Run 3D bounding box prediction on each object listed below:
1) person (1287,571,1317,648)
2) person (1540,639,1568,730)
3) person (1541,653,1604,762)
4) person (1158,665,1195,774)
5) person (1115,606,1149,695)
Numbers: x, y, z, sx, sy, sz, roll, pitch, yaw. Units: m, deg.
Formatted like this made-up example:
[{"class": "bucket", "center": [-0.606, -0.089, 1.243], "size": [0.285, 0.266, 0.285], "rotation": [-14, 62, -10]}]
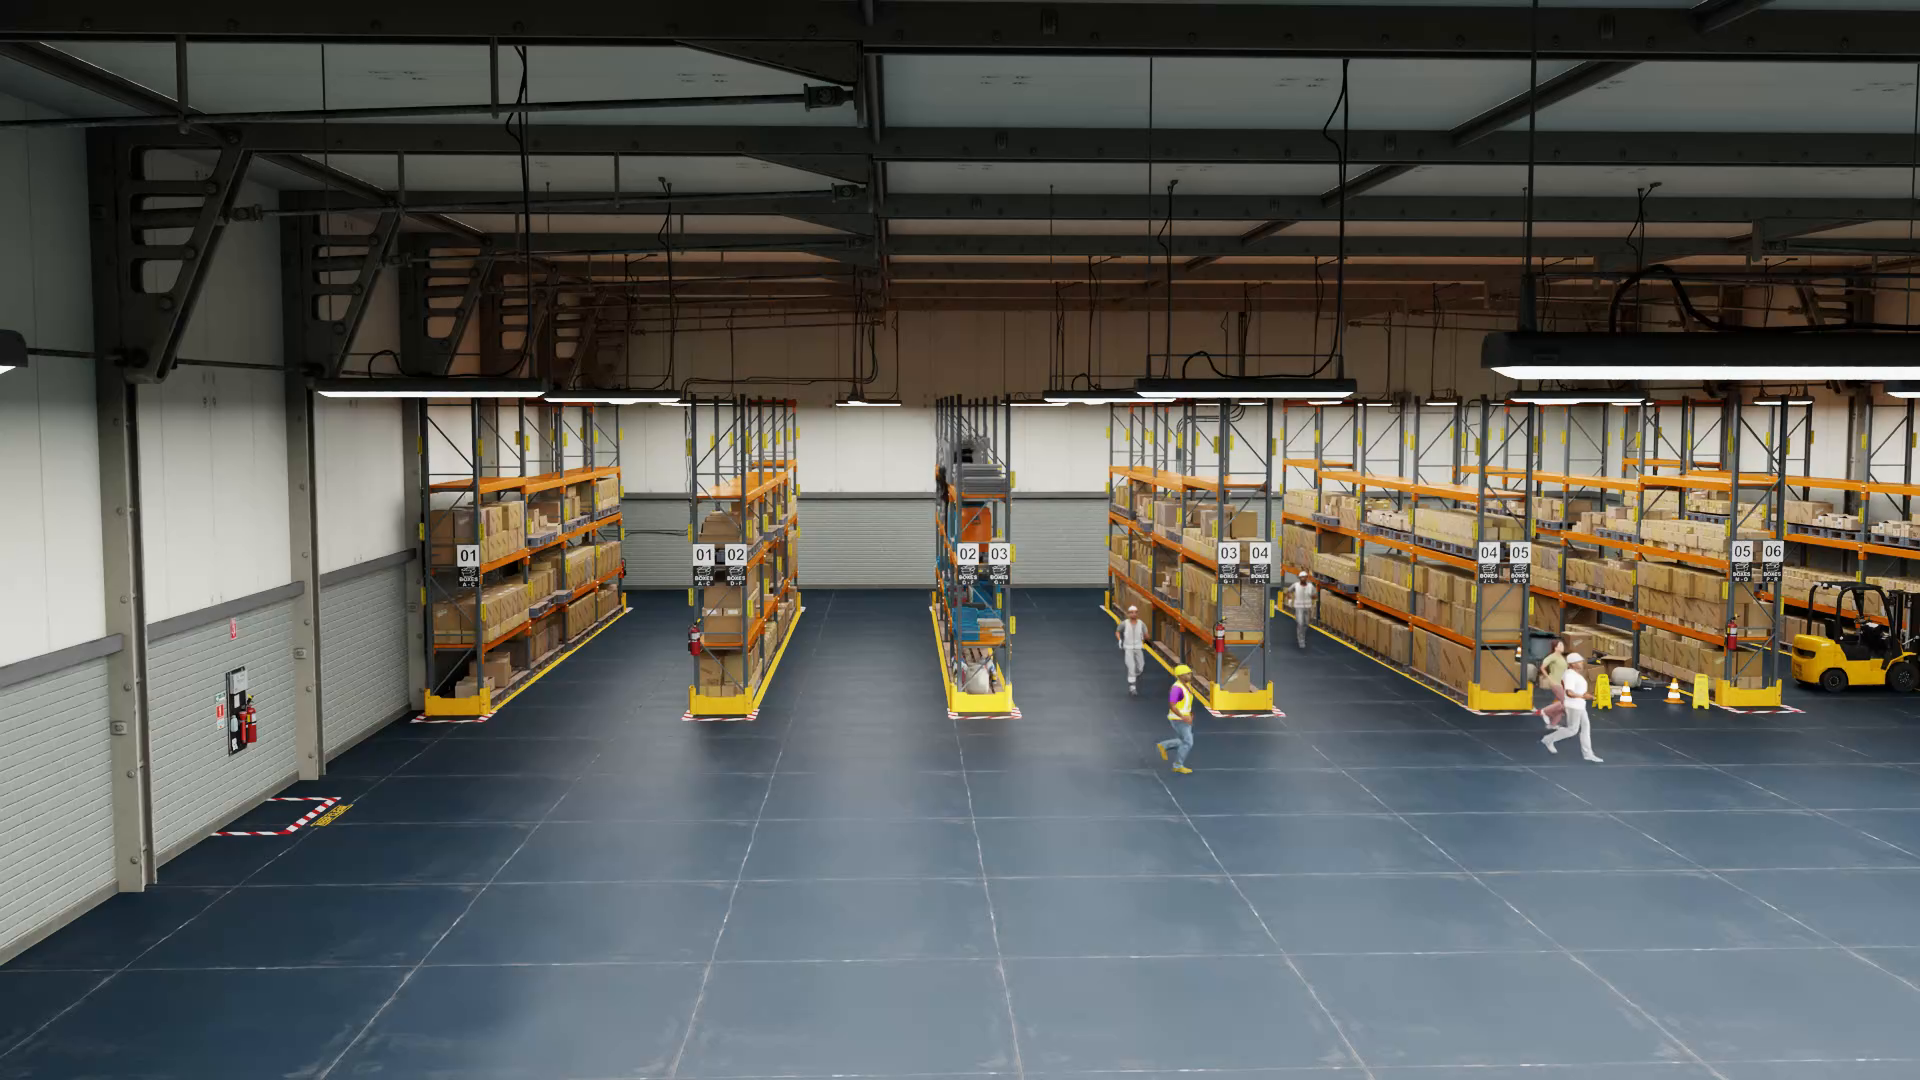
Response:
[{"class": "person", "center": [8.263, 1.653, 40.074], "size": [0.673, 1.800, 0.942], "rotation": [0, 5, -4]}, {"class": "person", "center": [10.661, 2.579, 29.620], "size": [0.541, 1.627, 0.583], "rotation": [4, 6, 44]}, {"class": "person", "center": [9.966, 2.709, 26.999], "size": [0.957, 1.762, 0.700], "rotation": [3, 5, 30]}, {"class": "person", "center": [3.405, 2.812, 26.227], "size": [0.622, 1.711, 0.682], "rotation": [2, 5, 19]}, {"class": "person", "center": [3.482, 2.207, 33.524], "size": [0.669, 1.761, 0.876], "rotation": [0, 5, -5]}]
